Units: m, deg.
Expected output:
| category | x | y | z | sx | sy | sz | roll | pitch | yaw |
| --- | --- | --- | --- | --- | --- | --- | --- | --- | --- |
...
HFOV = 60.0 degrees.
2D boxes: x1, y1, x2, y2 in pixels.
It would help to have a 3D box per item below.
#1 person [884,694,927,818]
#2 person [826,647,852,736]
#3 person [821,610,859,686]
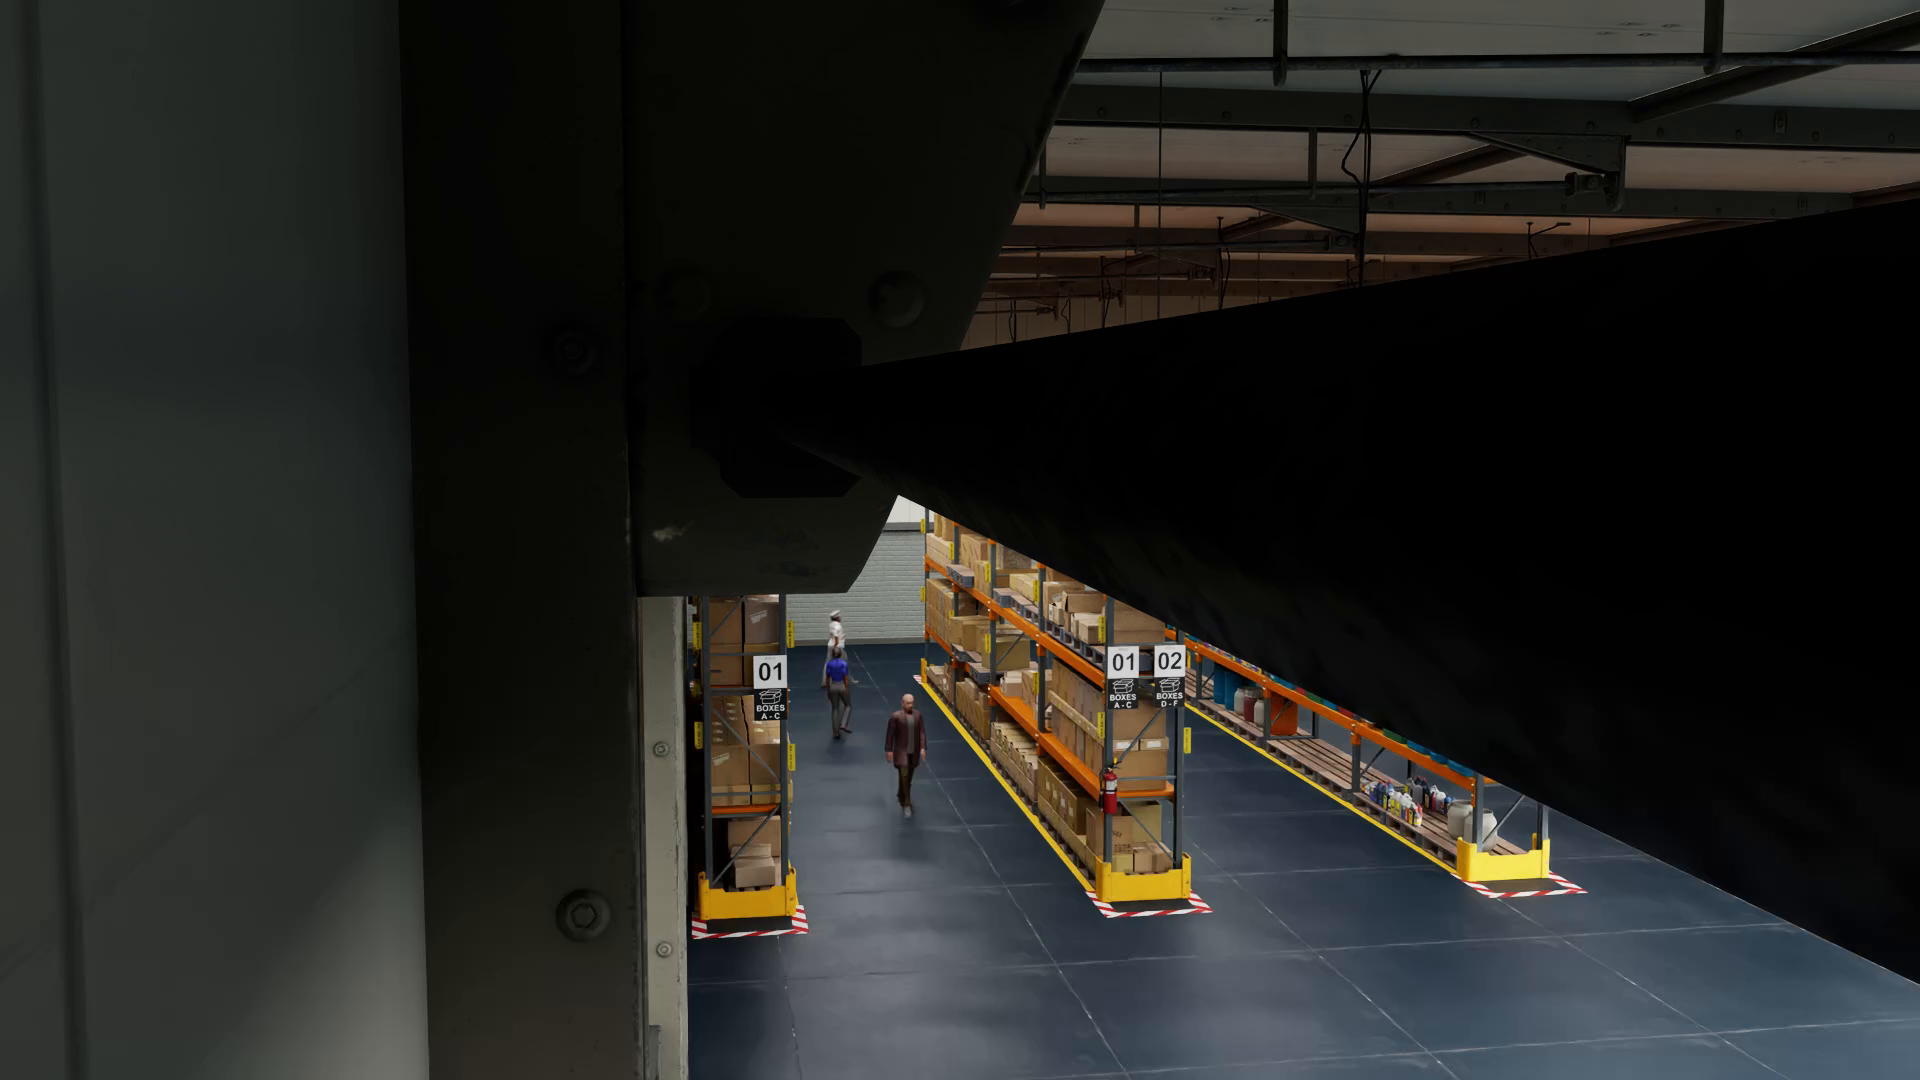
| category | x | y | z | sx | sy | sz | roll | pitch | yaw |
| --- | --- | --- | --- | --- | --- | --- | --- | --- | --- |
| person | -0.793 | 3.344 | 25.263 | 0.605 | 1.589 | 0.843 | -3 | 6 | -33 |
| person | -2.246 | 2.793 | 30.769 | 0.493 | 1.641 | 0.478 | 1 | 5 | 8 |
| person | -2.647 | 2.320 | 36.014 | 0.919 | 1.644 | 0.440 | -5 | 7 | -45 |
